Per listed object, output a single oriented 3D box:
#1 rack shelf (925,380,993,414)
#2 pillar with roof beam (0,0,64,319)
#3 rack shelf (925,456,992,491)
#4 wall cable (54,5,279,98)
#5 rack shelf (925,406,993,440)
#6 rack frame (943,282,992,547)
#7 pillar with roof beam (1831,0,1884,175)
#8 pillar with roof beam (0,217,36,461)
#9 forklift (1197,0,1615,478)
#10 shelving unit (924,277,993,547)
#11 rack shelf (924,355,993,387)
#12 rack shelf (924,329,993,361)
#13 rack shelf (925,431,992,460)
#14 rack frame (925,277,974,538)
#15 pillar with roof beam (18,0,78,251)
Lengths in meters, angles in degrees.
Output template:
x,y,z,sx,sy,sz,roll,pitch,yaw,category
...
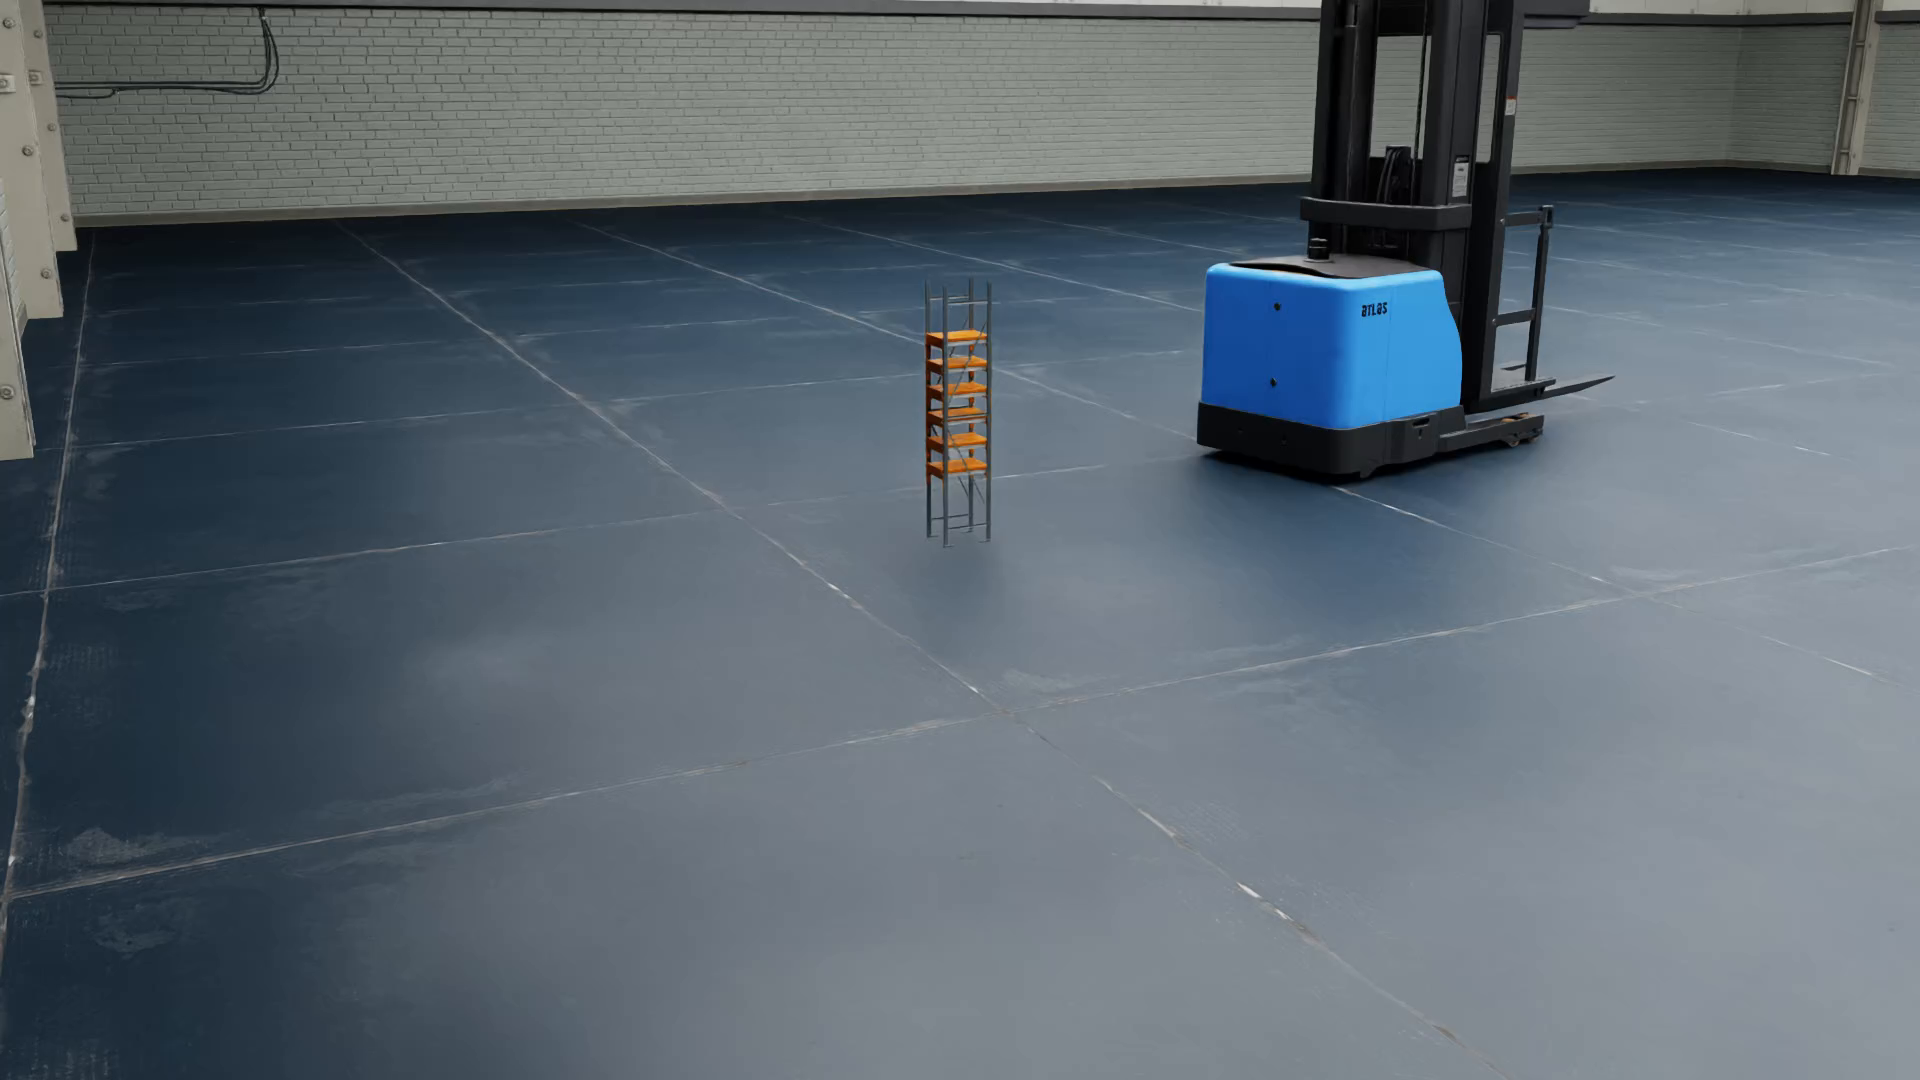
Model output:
x,y,z,sx,sy,sz,roll,pitch,yaw,category
-0.006,-0.653,7.577,0.258,0.103,0.180,-8,18,-25,rack shelf
-4.207,-6.828,15.231,9.100,9.000,0.400,-8,18,-25,pillar with roof beam
-0.006,-0.307,7.676,0.258,0.103,0.180,-8,18,-25,rack shelf
-10.807,-7.194,22.133,3.097,2.526,0.112,-8,18,-25,wall cable
-0.006,-0.538,7.610,0.258,0.103,0.180,-8,18,-25,rack shelf
0.034,-0.558,7.519,0.240,1.200,0.006,-8,18,-25,rack frame
13.741,-11.082,30.054,9.100,9.000,0.400,-8,18,-25,pillar with roof beam
-1.578,-5.341,10.047,9.100,9.000,0.400,-8,18,-25,pillar with roof beam
2.797,-2.047,9.571,3.031,2.935,1.130,-13,20,-38,forklift
-0.006,-0.580,7.598,0.258,1.200,0.189,-8,18,-25,shelving unit
-0.006,-0.768,7.544,0.258,0.103,0.180,-8,18,-25,rack shelf
-0.006,-0.884,7.511,0.258,0.103,0.180,-8,18,-25,rack shelf
-0.006,-0.422,7.643,0.258,0.103,0.180,-8,18,-25,rack shelf
-0.046,-0.603,7.677,0.240,1.200,0.006,-8,18,-25,rack frame
-6.835,-8.316,20.415,9.100,9.000,0.400,-8,18,-25,pillar with roof beam
